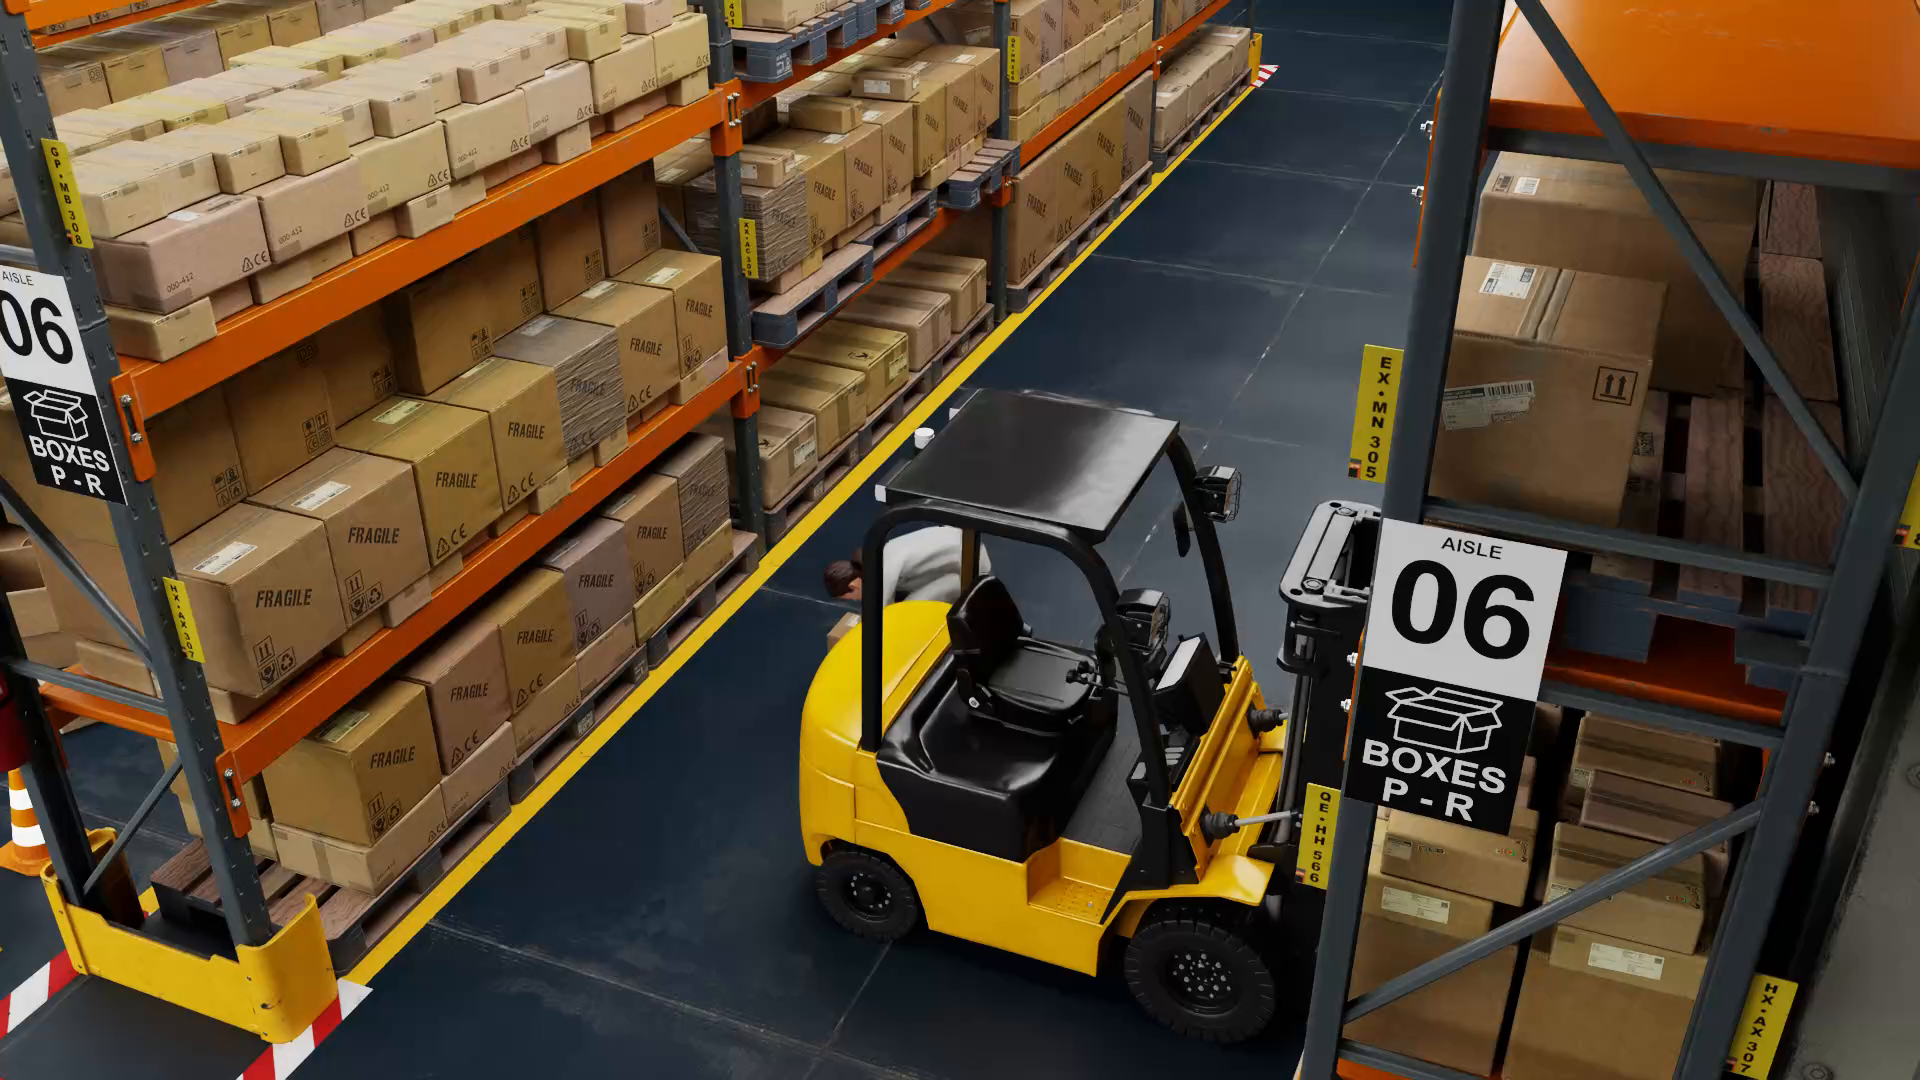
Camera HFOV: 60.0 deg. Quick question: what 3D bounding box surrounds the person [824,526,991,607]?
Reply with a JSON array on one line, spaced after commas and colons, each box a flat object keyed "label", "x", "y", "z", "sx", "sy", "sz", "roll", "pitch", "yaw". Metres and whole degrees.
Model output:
[{"label": "person", "x": -0.274, "y": 0.377, "z": 8.736, "sx": 0.863, "sy": 0.769, "sz": 0.475, "roll": -5, "pitch": 30, "yaw": -8}]
